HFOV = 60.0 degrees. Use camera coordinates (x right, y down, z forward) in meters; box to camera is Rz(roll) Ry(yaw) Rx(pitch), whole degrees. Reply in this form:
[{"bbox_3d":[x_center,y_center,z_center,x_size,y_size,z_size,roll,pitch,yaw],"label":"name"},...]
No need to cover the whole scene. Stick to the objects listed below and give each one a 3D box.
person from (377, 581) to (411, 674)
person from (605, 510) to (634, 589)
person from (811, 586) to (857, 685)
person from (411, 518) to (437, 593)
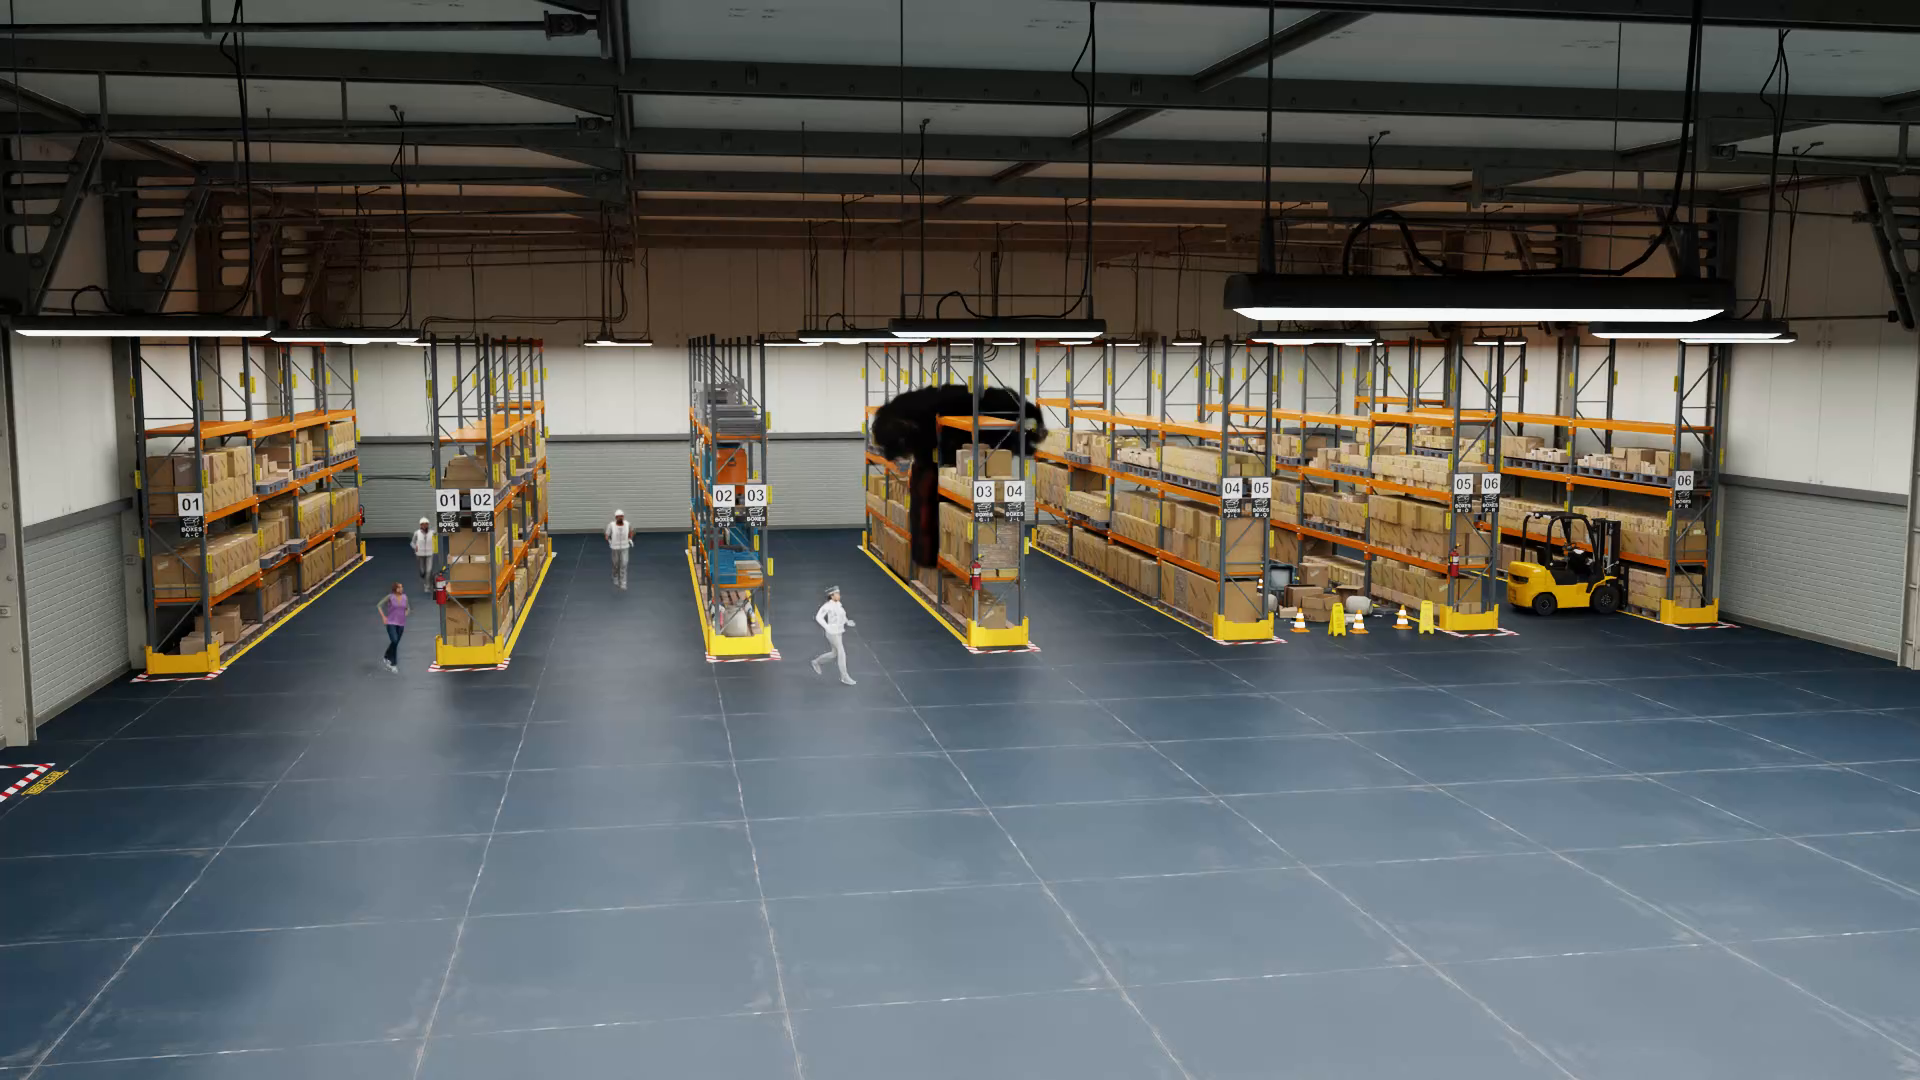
[{"bbox_3d":[-10.103,1.551,29.751,0.724,1.641,0.541,6,9,44],"label":"person"},{"bbox_3d":[-7.782,0.198,38.057,0.668,1.786,0.847,-2,7,-19],"label":"person"},{"bbox_3d":[-2.190,1.623,28.600,0.887,1.701,0.618,2,7,20],"label":"person"},{"bbox_3d":[-12.693,0.354,39.510,0.671,1.772,0.798,-2,7,-18],"label":"person"}]
